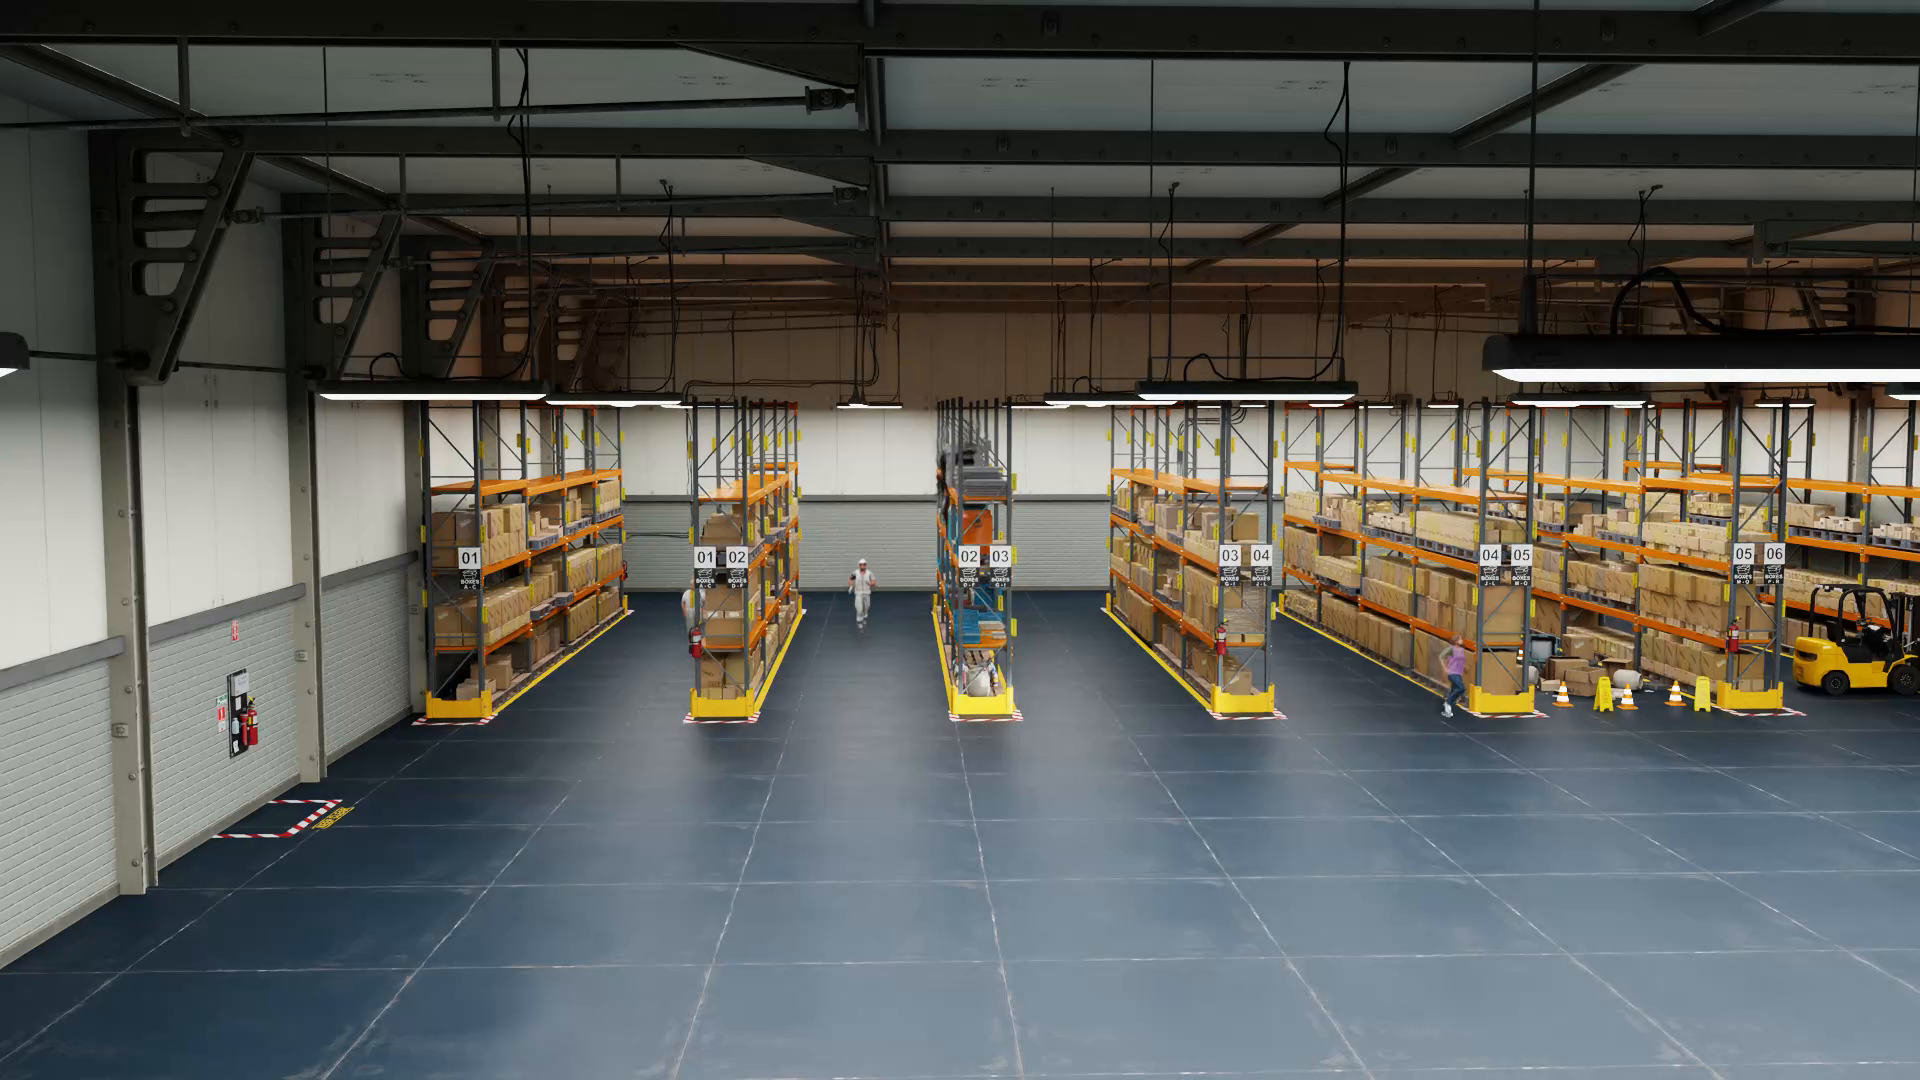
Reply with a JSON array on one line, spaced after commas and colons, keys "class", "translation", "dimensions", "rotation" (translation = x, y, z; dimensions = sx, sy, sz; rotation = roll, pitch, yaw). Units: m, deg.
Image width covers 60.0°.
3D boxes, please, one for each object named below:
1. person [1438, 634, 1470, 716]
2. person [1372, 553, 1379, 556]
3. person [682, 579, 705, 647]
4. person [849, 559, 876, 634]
[{"class": "person", "translation": [9.306, 2.536, 31.177], "dimensions": [0.518, 1.554, 0.524], "rotation": [-3, 6, -37]}, {"class": "person", "translation": [11.672, 1.232, 46.850], "dimensions": [0.684, 1.743, 0.618], "rotation": [-1, 5, -12]}, {"class": "person", "translation": [-6.336, 1.789, 39.753], "dimensions": [0.653, 1.758, 0.647], "rotation": [0, 4, 0]}, {"class": "person", "translation": [-2.412, 1.379, 41.198], "dimensions": [0.658, 1.816, 0.903], "rotation": [-1, 4, -11]}]
